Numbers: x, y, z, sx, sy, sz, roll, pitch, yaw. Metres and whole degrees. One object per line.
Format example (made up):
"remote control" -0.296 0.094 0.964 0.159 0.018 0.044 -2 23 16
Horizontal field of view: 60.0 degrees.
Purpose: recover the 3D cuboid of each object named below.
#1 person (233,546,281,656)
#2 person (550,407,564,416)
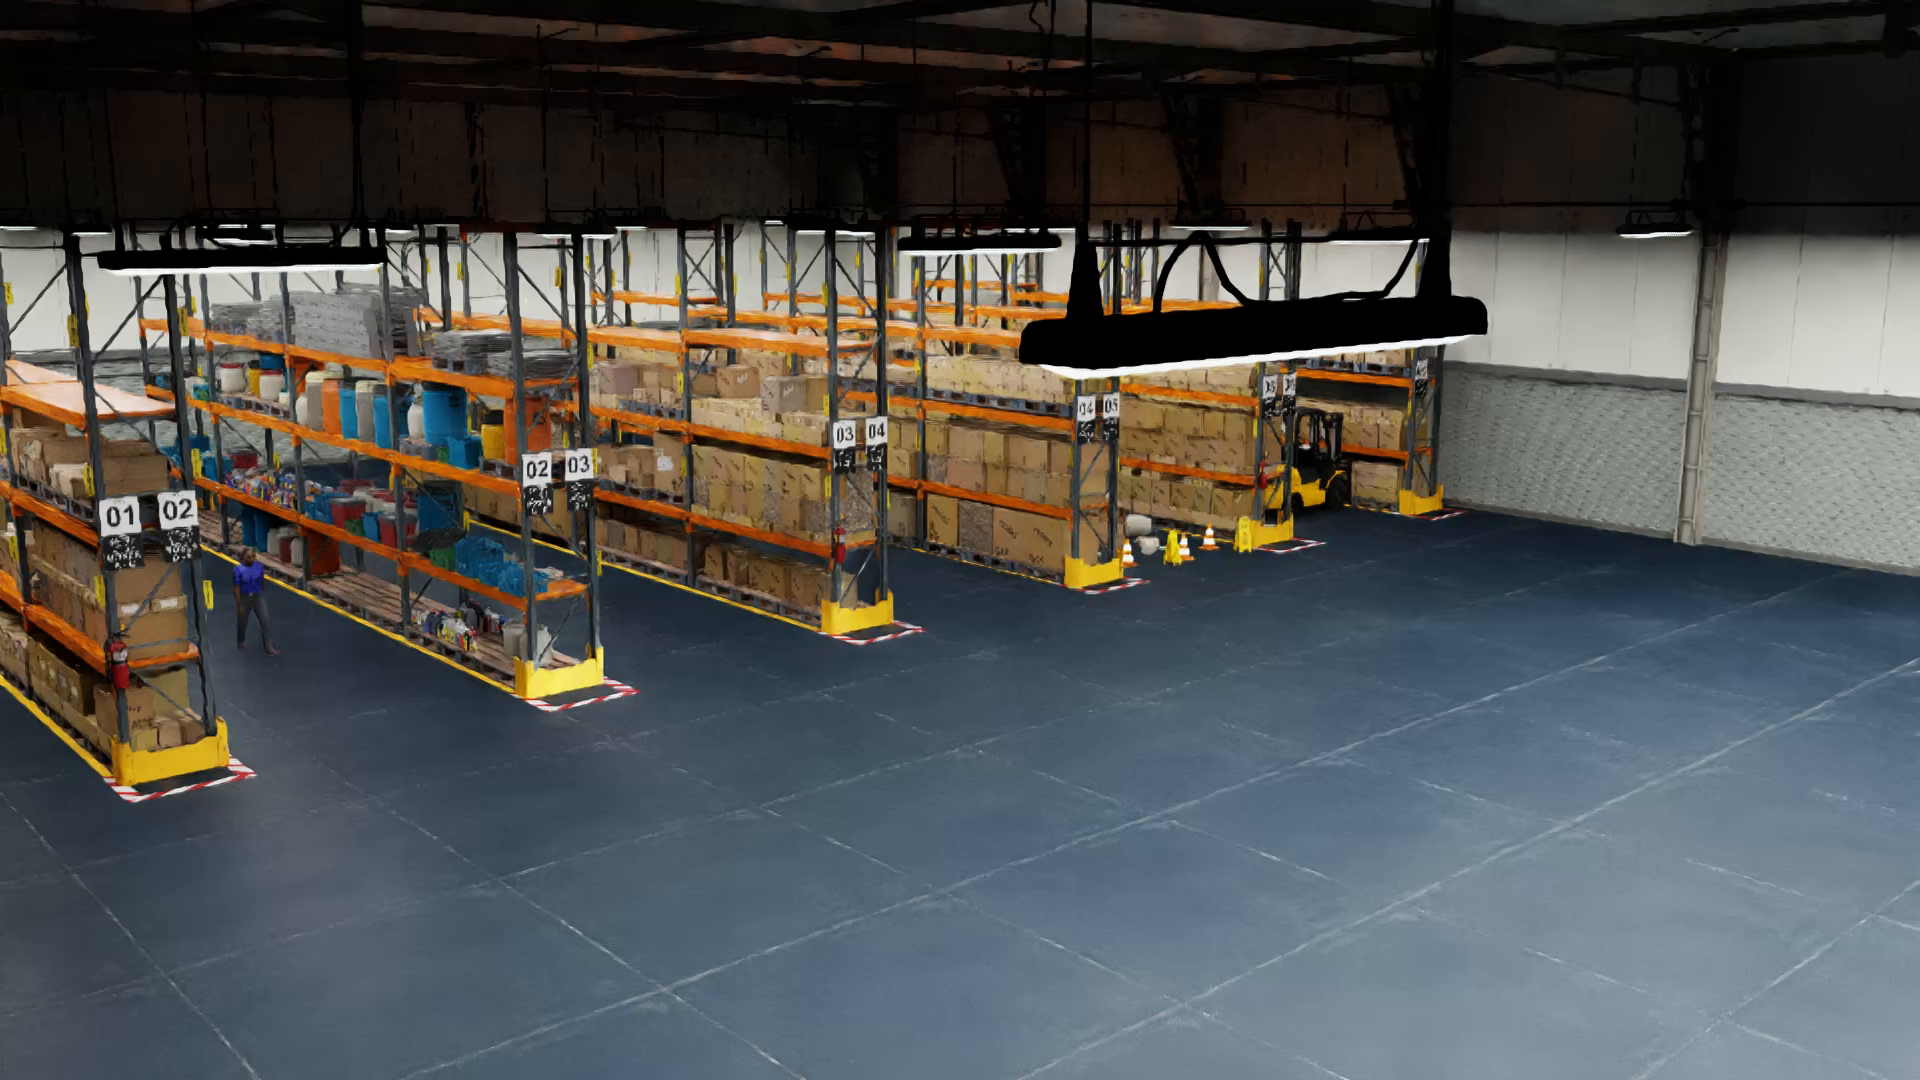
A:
"person" -10.075 0.844 23.624 0.447 1.574 1.071 -9 15 -38
"person" -9.343 -2.297 38.713 0.698 1.776 0.556 8 14 35
